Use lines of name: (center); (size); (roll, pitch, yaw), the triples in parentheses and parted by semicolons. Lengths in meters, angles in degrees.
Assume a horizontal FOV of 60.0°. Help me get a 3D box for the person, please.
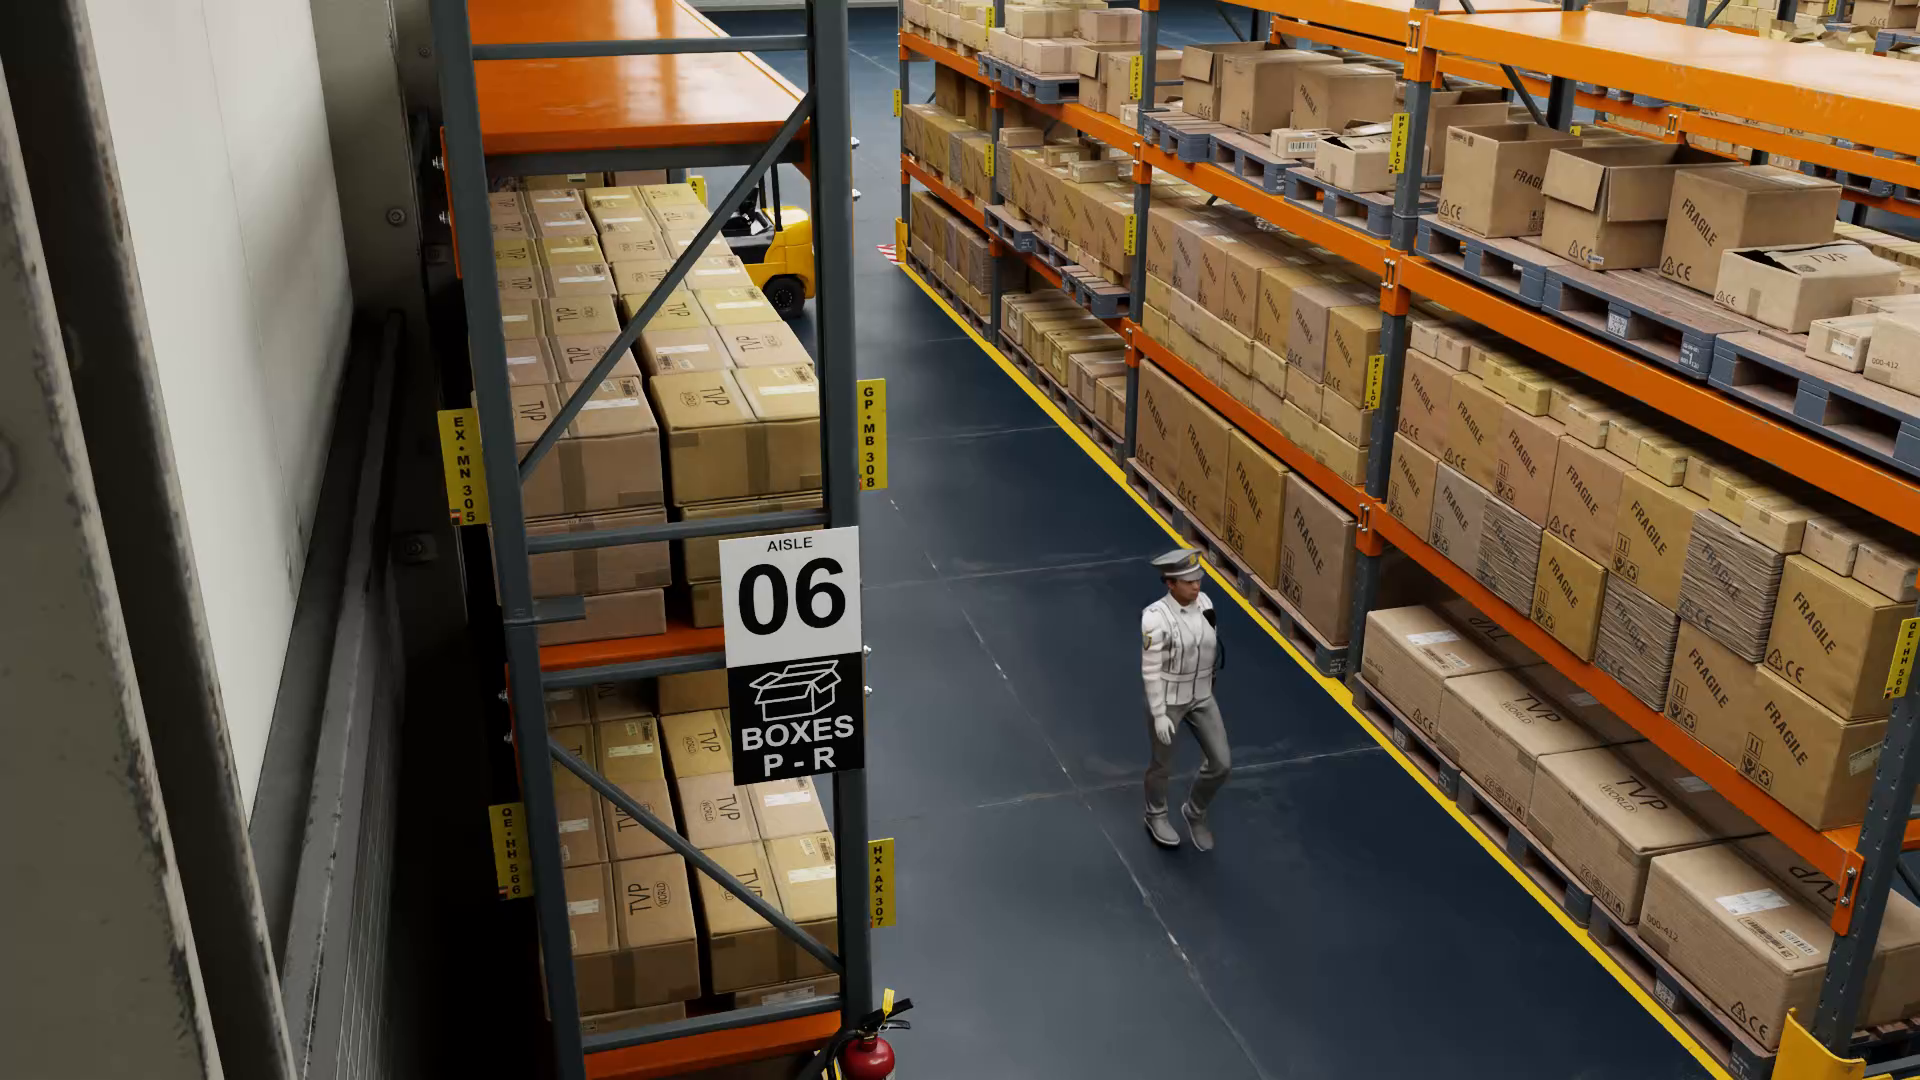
person: (2.806, -1.198, 12.758); (7.740, 2.202, 7.075); (-12, 26, -26)
